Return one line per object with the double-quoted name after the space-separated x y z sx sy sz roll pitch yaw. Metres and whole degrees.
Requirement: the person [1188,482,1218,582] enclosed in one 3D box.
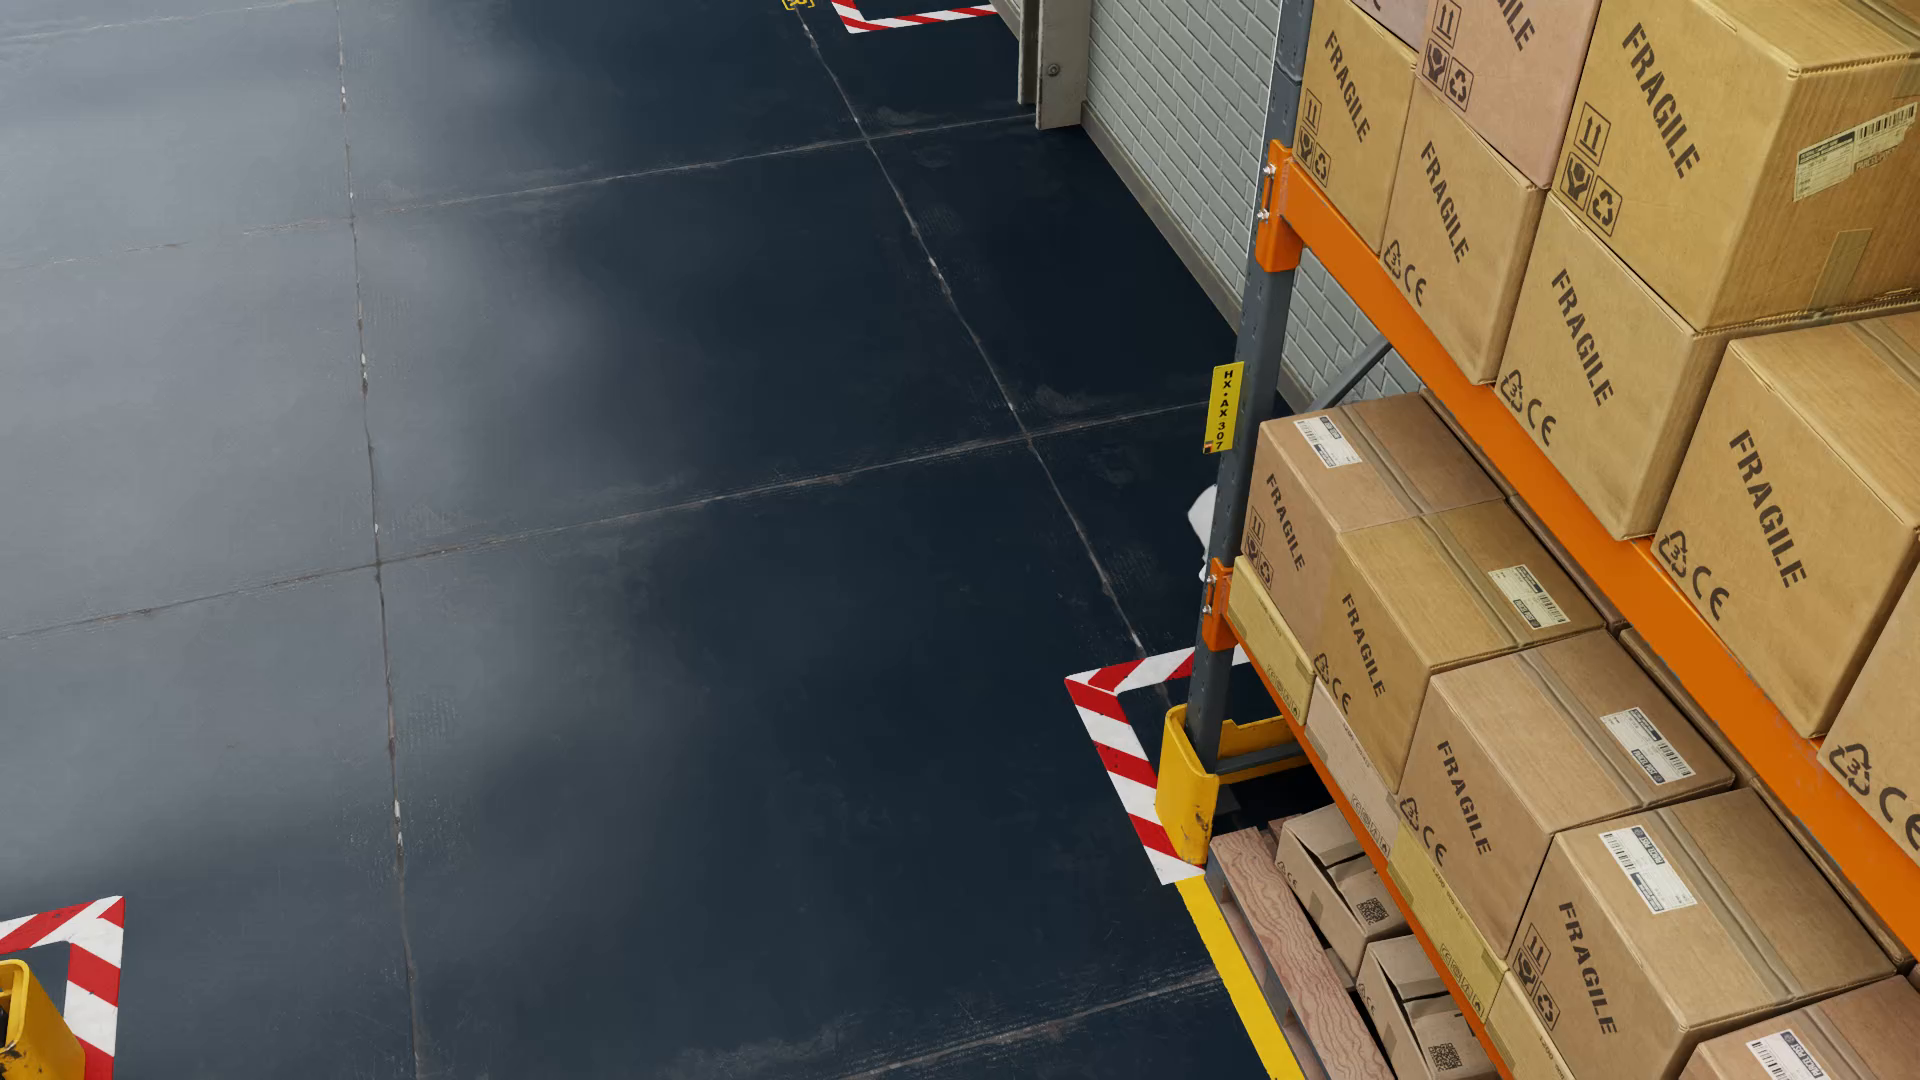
1.362 -0.069 6.987 0.841 0.785 0.468 -13 44 -13 "person"
